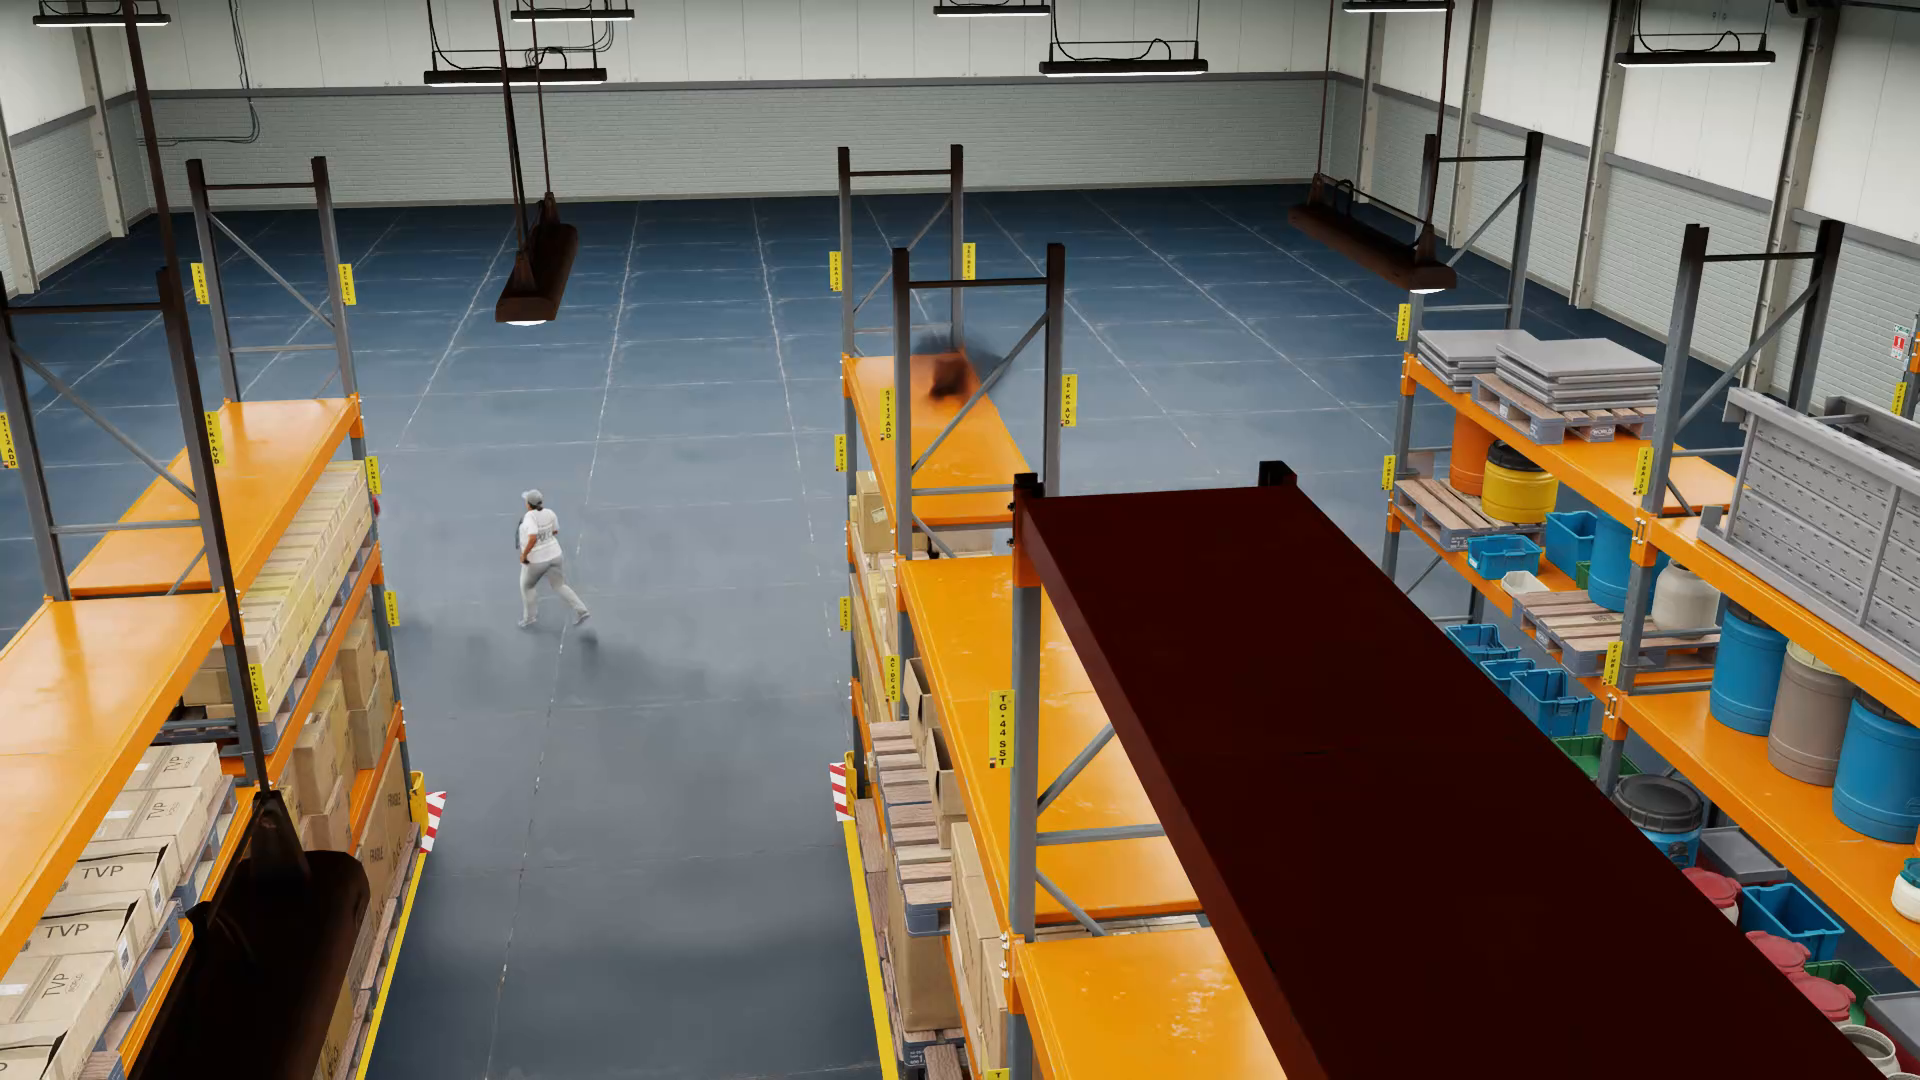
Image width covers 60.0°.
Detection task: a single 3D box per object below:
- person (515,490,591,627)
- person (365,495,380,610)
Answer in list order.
[{"bbox_3d":[-4.672,0.263,18.735,0.930,1.697,0.614,14,26,32],"label":"person"},{"bbox_3d":[-7.041,0.019,19.325,0.594,1.686,0.660,14,26,32],"label":"person"}]
